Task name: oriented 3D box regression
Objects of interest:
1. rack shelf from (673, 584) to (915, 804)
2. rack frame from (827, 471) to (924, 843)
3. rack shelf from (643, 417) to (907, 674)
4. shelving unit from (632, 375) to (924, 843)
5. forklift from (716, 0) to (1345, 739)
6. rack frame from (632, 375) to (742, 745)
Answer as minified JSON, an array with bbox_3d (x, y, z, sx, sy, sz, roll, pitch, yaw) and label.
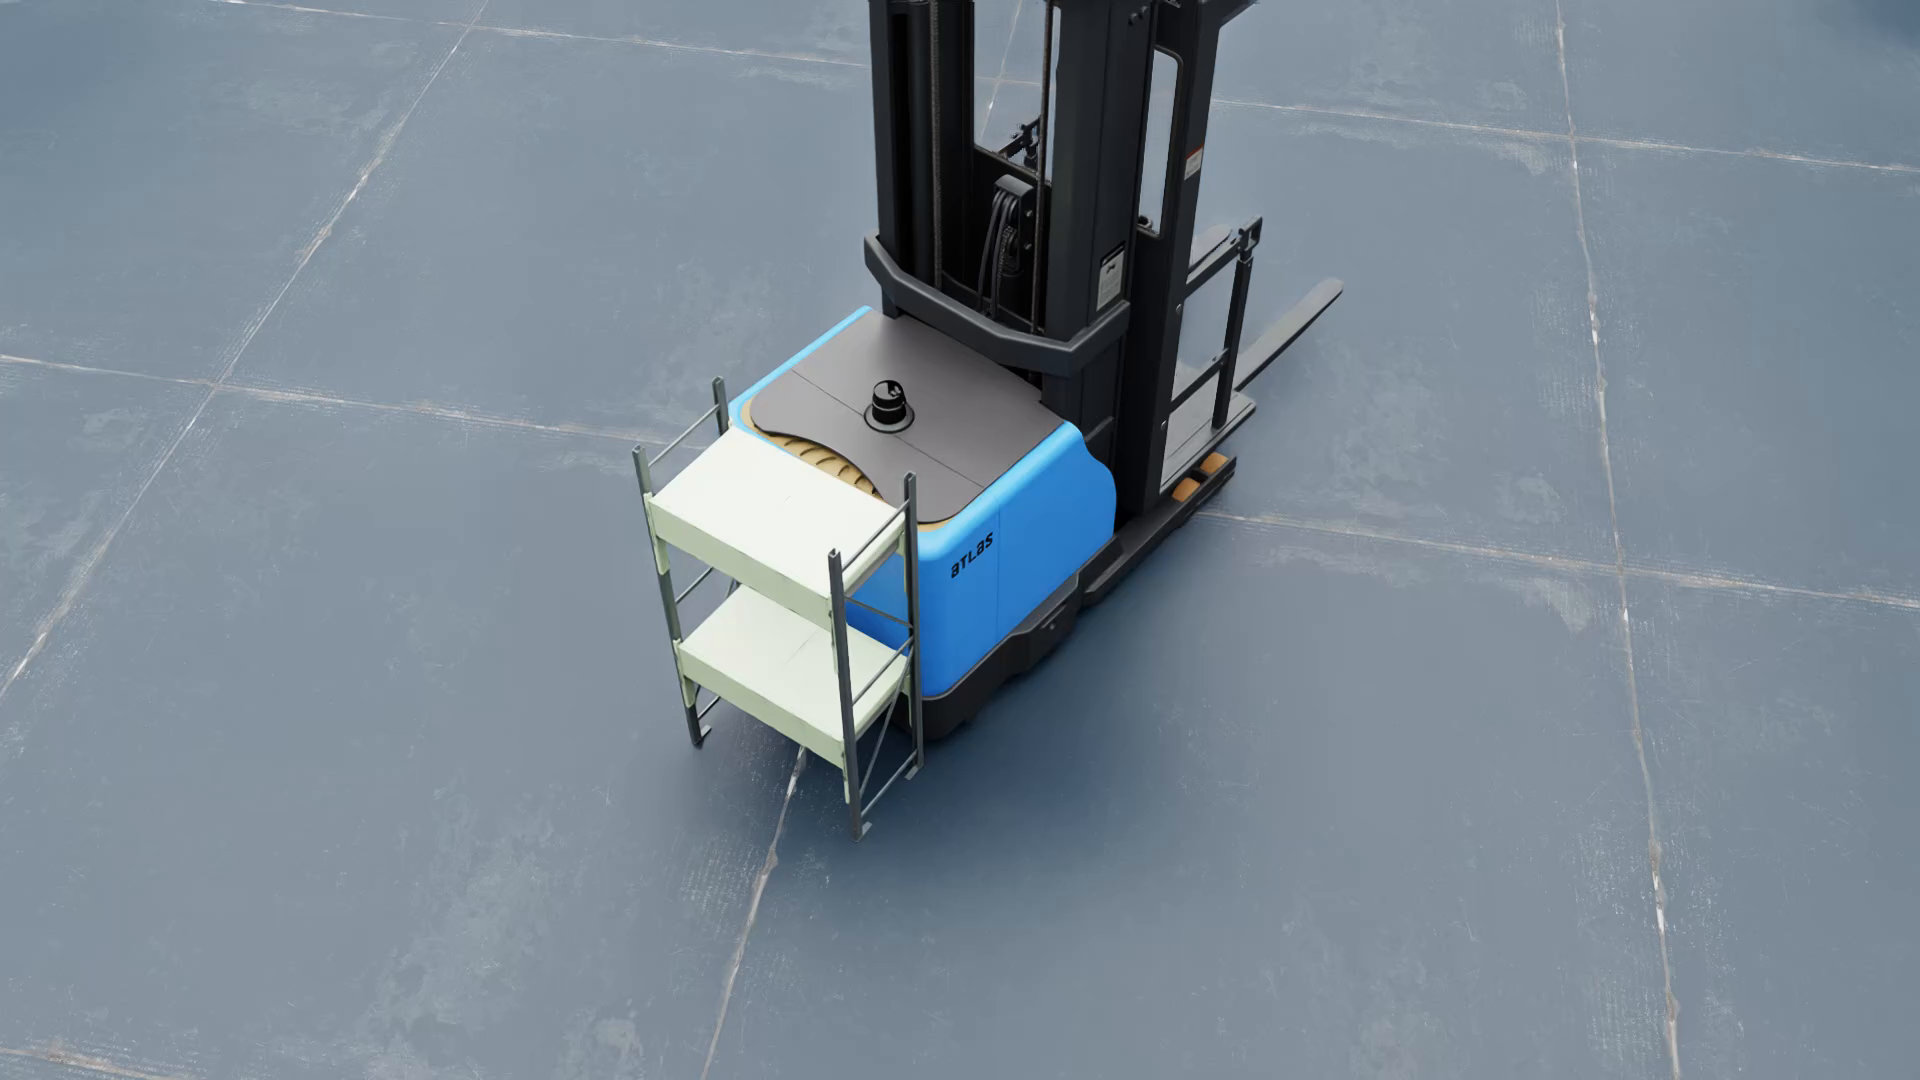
[{"bbox_3d":[-0.554,0.489,5.712,0.720,0.370,0.431,27,53,22],"label":"rack shelf"},{"bbox_3d":[-0.252,0.425,5.331,0.023,1.500,0.400,27,53,22],"label":"rack frame"},{"bbox_3d":[-0.553,0.009,5.180,0.720,0.370,0.431,27,53,22],"label":"rack shelf"},{"bbox_3d":[-0.554,0.271,5.470,0.755,1.500,0.431,27,53,22],"label":"shelving unit"},{"bbox_3d":[0.488,-1.290,5.910,1.130,2.935,3.031,33,56,26],"label":"forklift"},{"bbox_3d":[-0.856,0.117,5.608,0.023,1.500,0.400,27,53,22],"label":"rack frame"}]
